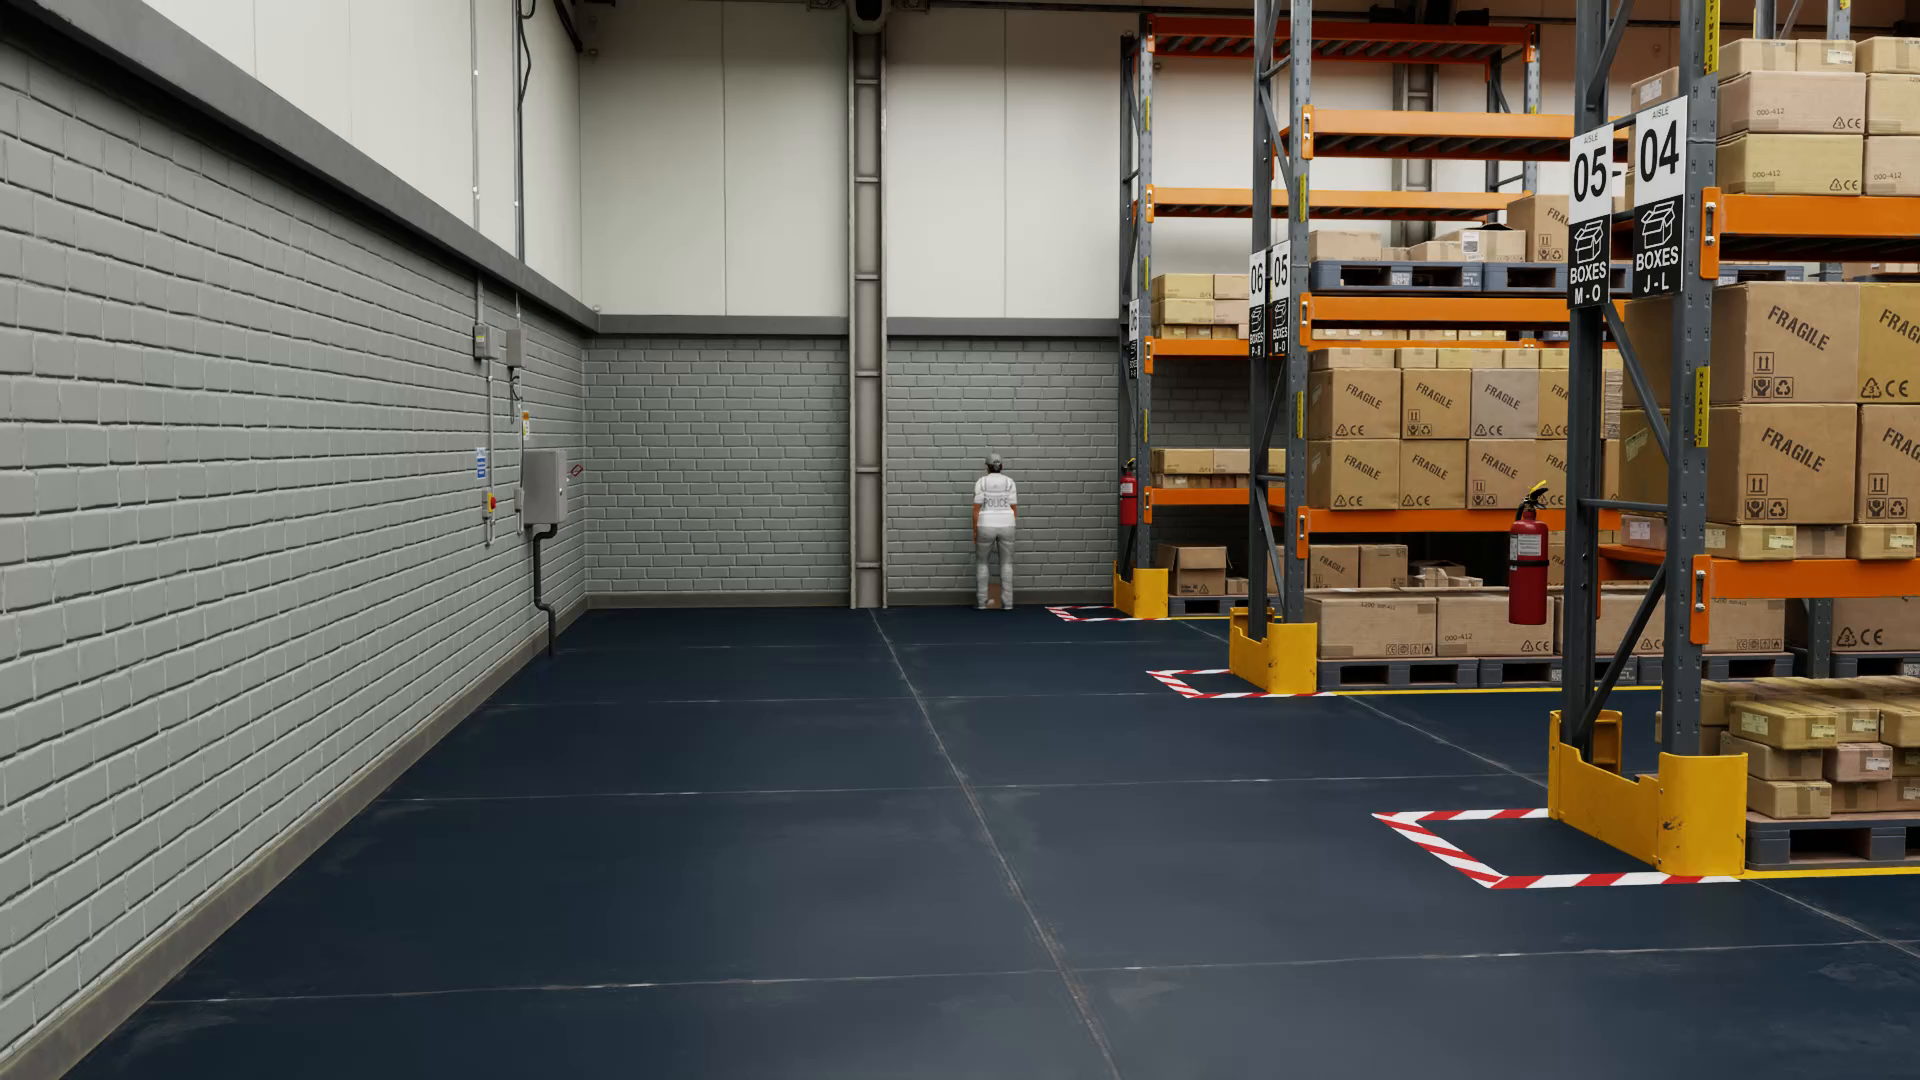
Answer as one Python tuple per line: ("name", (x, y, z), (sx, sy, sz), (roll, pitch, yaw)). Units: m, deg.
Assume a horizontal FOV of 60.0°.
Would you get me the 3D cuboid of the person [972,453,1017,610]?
("person", (0.361, -0.089, 17.520), (0.471, 1.662, 0.397), (0, 4, -5))
